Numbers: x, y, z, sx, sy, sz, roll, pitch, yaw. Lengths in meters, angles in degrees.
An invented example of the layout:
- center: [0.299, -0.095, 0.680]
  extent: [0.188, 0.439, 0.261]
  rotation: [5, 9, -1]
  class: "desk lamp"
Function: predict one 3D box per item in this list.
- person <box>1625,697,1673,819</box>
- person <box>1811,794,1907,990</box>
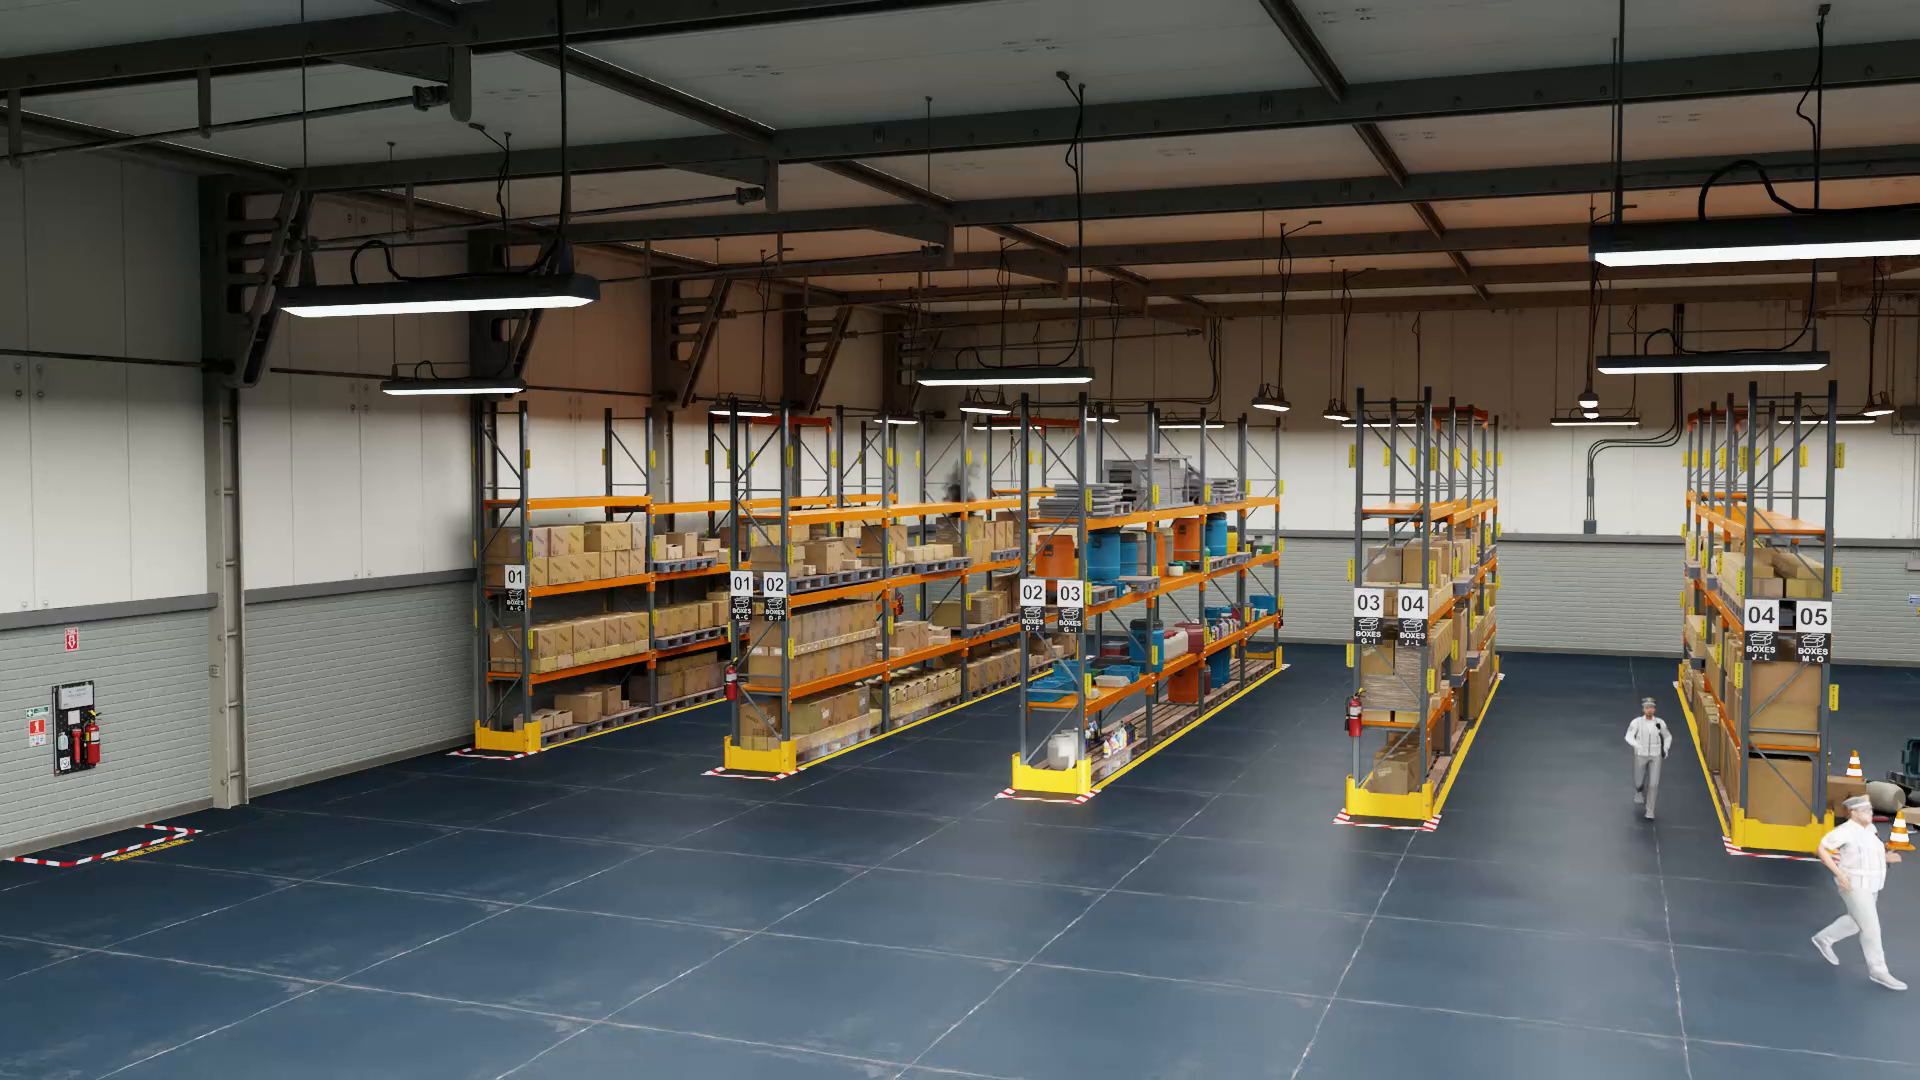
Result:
- center: [9.685, 3.031, 23.375]
  extent: [0.624, 1.658, 0.746]
  rotation: [1, 3, 18]
  class: "person"
- center: [8.632, 3.314, 15.966]
  extent: [0.663, 1.770, 0.989]
  rotation: [-2, 3, -35]
  class: "person"
